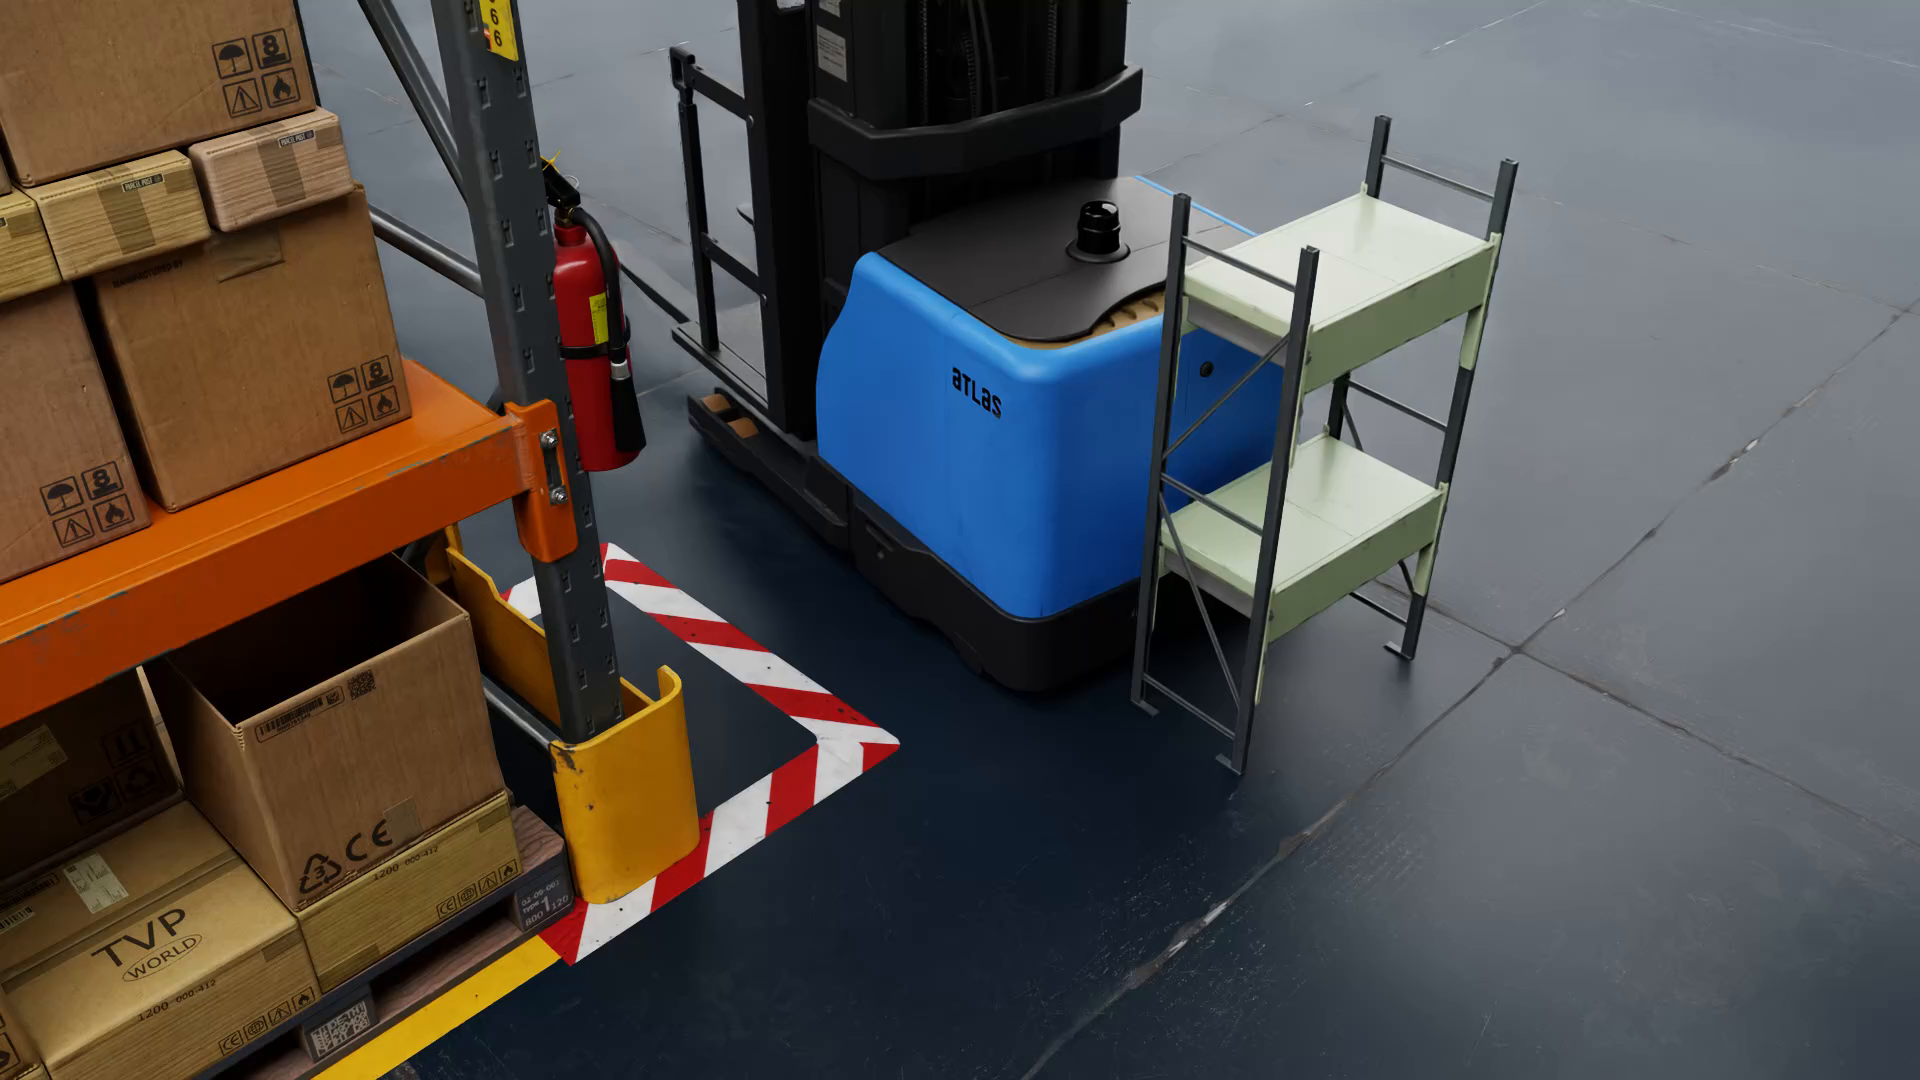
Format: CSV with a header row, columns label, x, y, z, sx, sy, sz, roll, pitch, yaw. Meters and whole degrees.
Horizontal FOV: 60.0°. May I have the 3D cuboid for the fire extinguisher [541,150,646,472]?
label,x,y,z,sx,sy,sz,roll,pitch,yaw
fire extinguisher,-0.764,-0.463,3.360,0.296,0.674,0.183,30,45,35

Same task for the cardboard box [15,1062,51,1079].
label,x,y,z,sx,sy,sz,roll,pitch,yaw
cardboard box,-2.040,1.069,3.131,0.500,0.250,0.500,30,45,35

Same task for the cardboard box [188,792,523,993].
label,x,y,z,sx,sy,sz,roll,pitch,yaw
cardboard box,-1.345,0.658,3.721,0.500,0.250,0.500,30,45,35

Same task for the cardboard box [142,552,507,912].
label,x,y,z,sx,sy,sz,roll,pitch,yaw
cardboard box,-1.344,0.351,3.505,0.500,0.500,0.500,30,45,35

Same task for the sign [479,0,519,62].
label,x,y,z,sx,sy,sz,roll,pitch,yaw
sign,-0.802,-0.982,2.817,0.100,0.325,0.005,30,45,35

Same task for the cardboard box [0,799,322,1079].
label,x,y,z,sx,sy,sz,roll,pitch,yaw
cardboard box,-1.689,0.866,3.423,0.500,0.250,0.500,30,45,35

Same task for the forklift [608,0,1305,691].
label,x,y,z,sx,sy,sz,roll,pitch,yaw
forklift,-0.273,-1.587,4.964,1.130,2.935,3.031,-22,40,-28

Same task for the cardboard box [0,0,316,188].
label,x,y,z,sx,sy,sz,roll,pitch,yaw
cardboard box,-1.552,-1.002,2.843,0.500,0.500,0.700,-30,45,-35

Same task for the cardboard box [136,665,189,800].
label,x,y,z,sx,sy,sz,roll,pitch,yaw
cardboard box,-1.713,0.449,4.020,0.500,0.250,0.500,30,45,35

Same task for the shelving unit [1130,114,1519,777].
label,x,y,z,sx,sy,sz,roll,pitch,yaw
shelving unit,0.891,-0.220,4.251,0.755,1.500,0.431,-26,43,-33

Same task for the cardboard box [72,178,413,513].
label,x,y,z,sx,sy,sz,roll,pitch,yaw
cardboard box,-1.515,-0.491,3.245,0.700,0.500,0.500,30,45,35

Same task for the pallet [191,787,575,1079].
label,x,y,z,sx,sy,sz,roll,pitch,yaw
pallet,-1.686,0.837,3.866,1.003,0.211,1.213,30,45,35

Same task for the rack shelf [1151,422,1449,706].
label,x,y,z,sx,sy,sz,roll,pitch,yaw
rack shelf,0.889,0.046,4.439,0.720,0.370,0.431,-26,43,-33

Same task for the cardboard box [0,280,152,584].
label,x,y,z,sx,sy,sz,roll,pitch,yaw
cardboard box,-1.882,-0.276,2.936,0.500,0.500,0.700,-29,44,-35

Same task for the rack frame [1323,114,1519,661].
label,x,y,z,sx,sy,sz,roll,pitch,yaw
rack frame,1.167,-0.358,4.448,0.023,1.500,0.400,-26,43,-33

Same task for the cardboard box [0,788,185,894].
label,x,y,z,sx,sy,sz,roll,pitch,yaw
cardboard box,-2.062,0.654,3.727,0.500,0.250,0.500,30,45,35

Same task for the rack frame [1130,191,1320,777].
label,x,y,z,sx,sy,sz,roll,pitch,yaw
rack frame,0.615,-0.083,4.054,0.023,1.500,0.400,-26,43,-33

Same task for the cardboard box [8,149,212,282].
label,x,y,z,sx,sy,sz,roll,pitch,yaw
cardboard box,-1.494,-0.603,2.838,0.250,0.149,0.380,-29,44,-35

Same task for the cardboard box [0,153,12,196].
label,x,y,z,sx,sy,sz,roll,pitch,yaw
cardboard box,-1.919,-0.786,2.533,0.700,0.500,0.500,28,44,34

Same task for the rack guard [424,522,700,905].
label,x,y,z,sx,sy,sz,roll,pitch,yaw
rack guard,-1.160,0.381,4.267,1.175,0.500,0.348,30,45,35

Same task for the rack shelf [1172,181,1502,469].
label,x,y,z,sx,sy,sz,roll,pitch,yaw
rack shelf,0.893,-0.539,4.025,0.720,0.370,0.431,-26,43,-33

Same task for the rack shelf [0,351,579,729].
label,x,y,z,sx,sy,sz,roll,pitch,yaw
rack shelf,-2.586,0.473,2.579,1.077,0.370,4.000,30,45,35

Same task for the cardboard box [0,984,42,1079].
label,x,y,z,sx,sy,sz,roll,pitch,yaw
cardboard box,-2.038,0.763,2.915,0.500,0.500,0.500,30,45,35

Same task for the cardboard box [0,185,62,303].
label,x,y,z,sx,sy,sz,roll,pitch,yaw
cardboard box,-1.675,-0.499,2.689,0.380,0.149,0.250,29,44,35

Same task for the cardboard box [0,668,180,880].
label,x,y,z,sx,sy,sz,roll,pitch,yaw
cardboard box,-2.064,0.345,3.514,0.500,0.500,0.500,30,45,35

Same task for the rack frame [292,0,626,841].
label,x,y,z,sx,sy,sz,roll,pitch,yaw
rack frame,-1.177,-0.634,3.538,1.000,3.000,0.127,30,45,35

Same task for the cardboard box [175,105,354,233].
label,x,y,z,sx,sy,sz,roll,pitch,yaw
cardboard box,-1.311,-0.710,2.991,0.380,0.149,0.250,29,44,35
